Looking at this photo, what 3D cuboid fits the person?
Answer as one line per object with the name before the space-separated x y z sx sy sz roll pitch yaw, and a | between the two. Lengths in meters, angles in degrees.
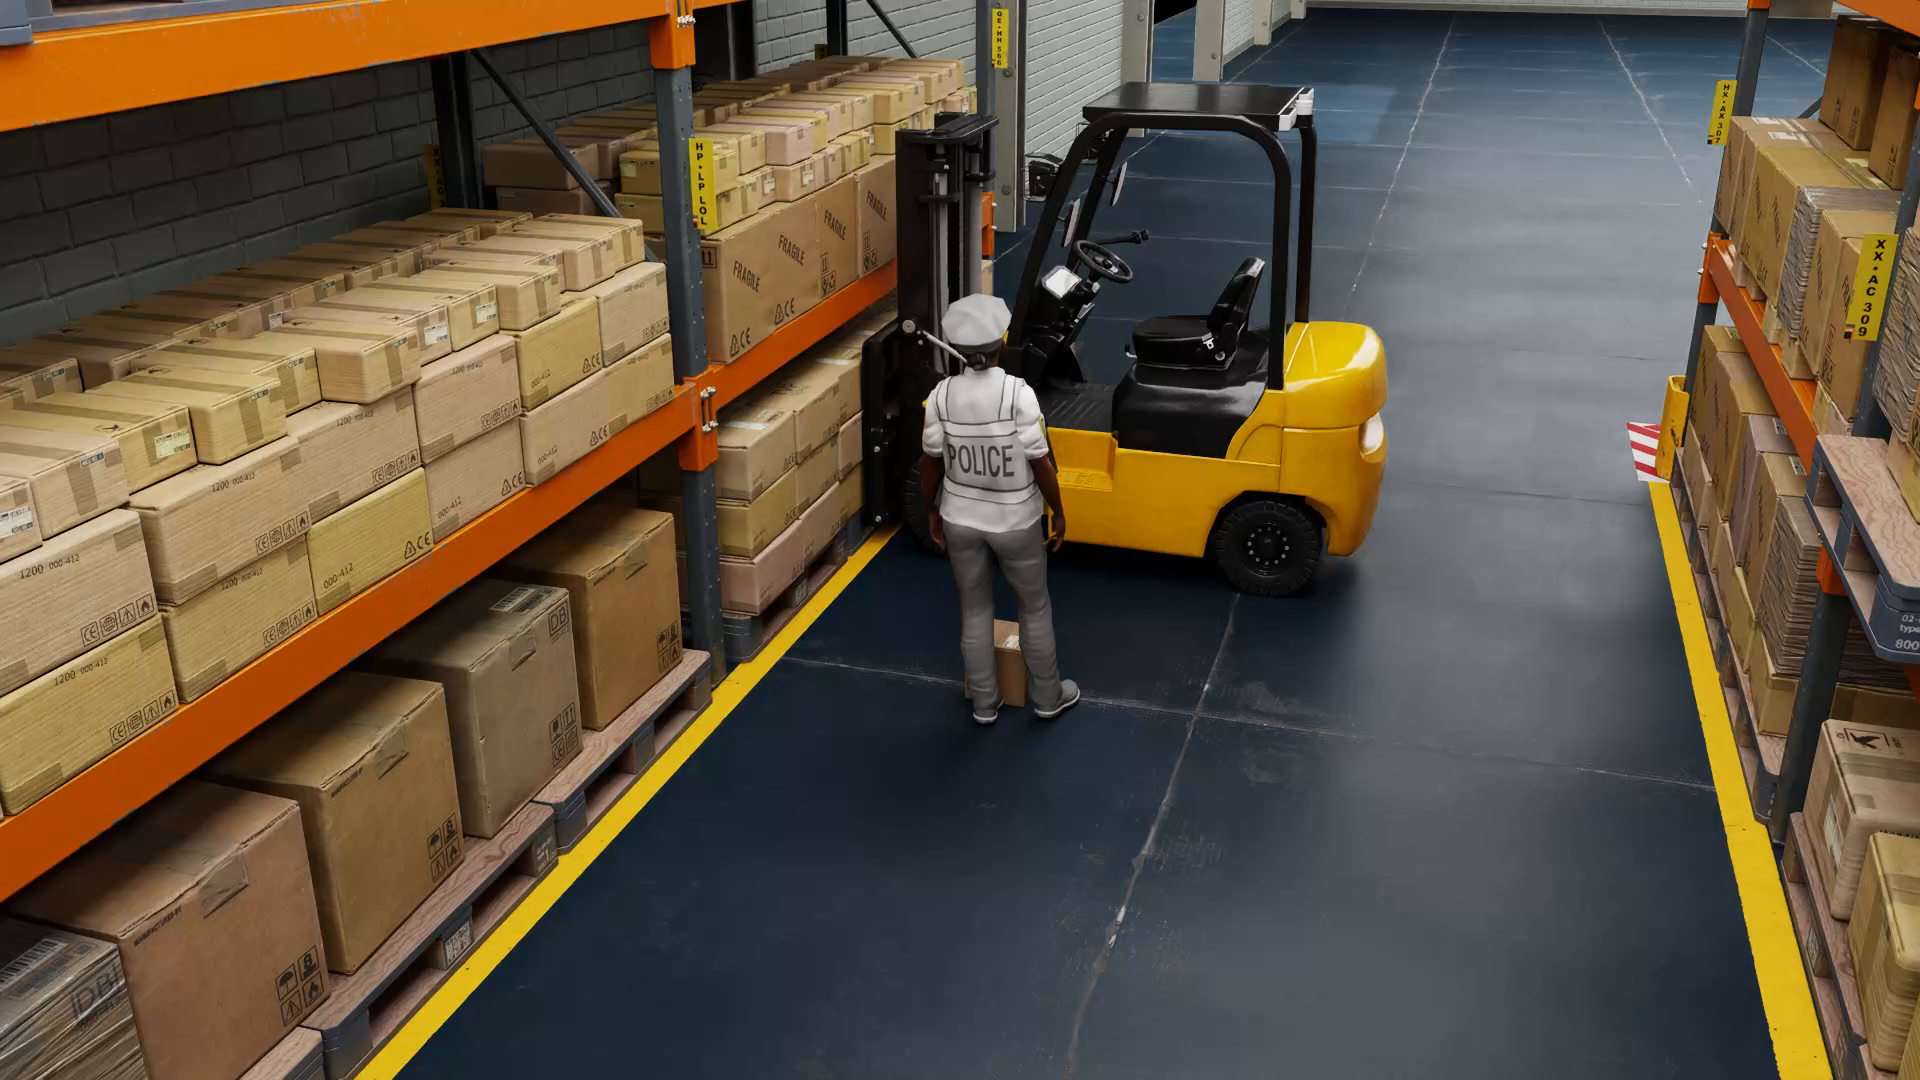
person | 0.153 -0.105 6.278 0.570 1.695 0.529 7 23 16
